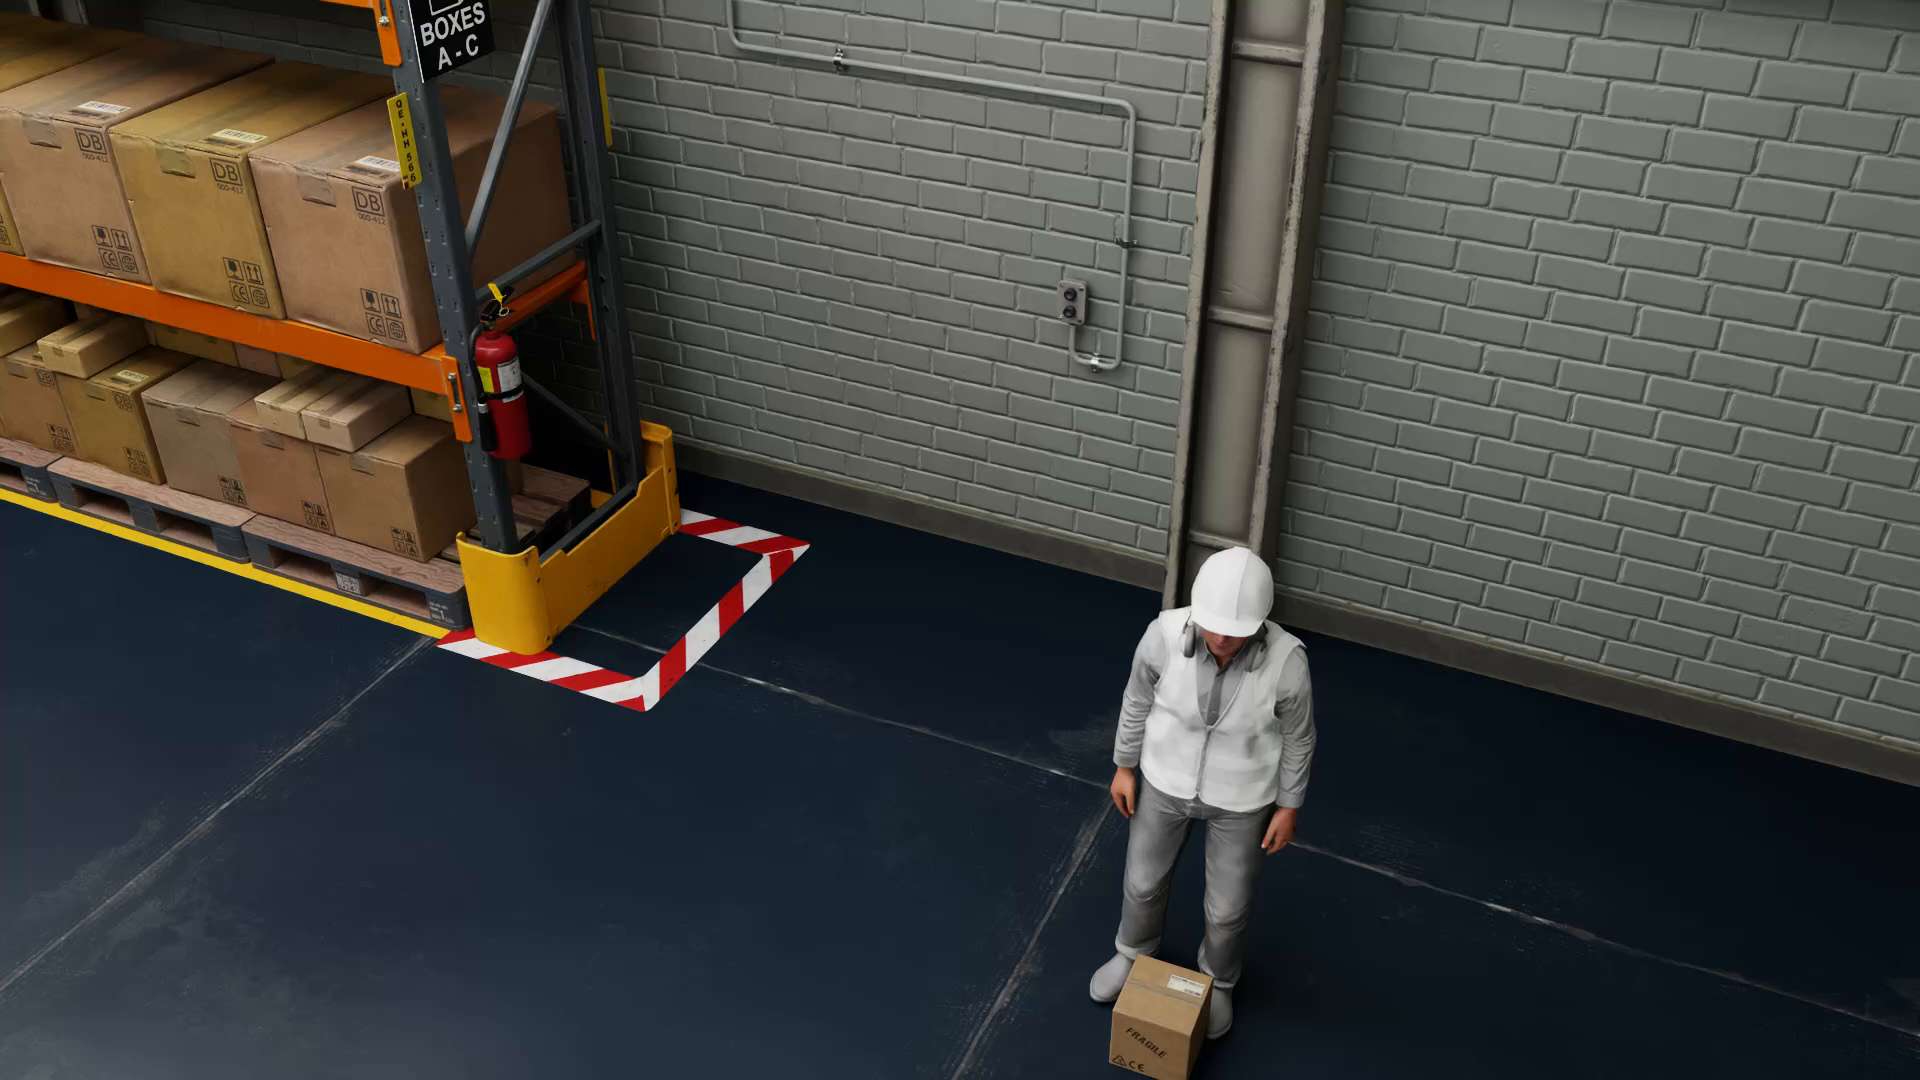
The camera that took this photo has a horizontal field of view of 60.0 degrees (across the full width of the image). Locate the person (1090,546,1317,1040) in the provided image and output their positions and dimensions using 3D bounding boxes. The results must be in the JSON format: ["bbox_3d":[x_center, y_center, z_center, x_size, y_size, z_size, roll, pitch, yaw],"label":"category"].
[{"bbox_3d":[0.741,0.741,4.997,0.589,1.770,0.465,12,35,18],"label":"person"}]
